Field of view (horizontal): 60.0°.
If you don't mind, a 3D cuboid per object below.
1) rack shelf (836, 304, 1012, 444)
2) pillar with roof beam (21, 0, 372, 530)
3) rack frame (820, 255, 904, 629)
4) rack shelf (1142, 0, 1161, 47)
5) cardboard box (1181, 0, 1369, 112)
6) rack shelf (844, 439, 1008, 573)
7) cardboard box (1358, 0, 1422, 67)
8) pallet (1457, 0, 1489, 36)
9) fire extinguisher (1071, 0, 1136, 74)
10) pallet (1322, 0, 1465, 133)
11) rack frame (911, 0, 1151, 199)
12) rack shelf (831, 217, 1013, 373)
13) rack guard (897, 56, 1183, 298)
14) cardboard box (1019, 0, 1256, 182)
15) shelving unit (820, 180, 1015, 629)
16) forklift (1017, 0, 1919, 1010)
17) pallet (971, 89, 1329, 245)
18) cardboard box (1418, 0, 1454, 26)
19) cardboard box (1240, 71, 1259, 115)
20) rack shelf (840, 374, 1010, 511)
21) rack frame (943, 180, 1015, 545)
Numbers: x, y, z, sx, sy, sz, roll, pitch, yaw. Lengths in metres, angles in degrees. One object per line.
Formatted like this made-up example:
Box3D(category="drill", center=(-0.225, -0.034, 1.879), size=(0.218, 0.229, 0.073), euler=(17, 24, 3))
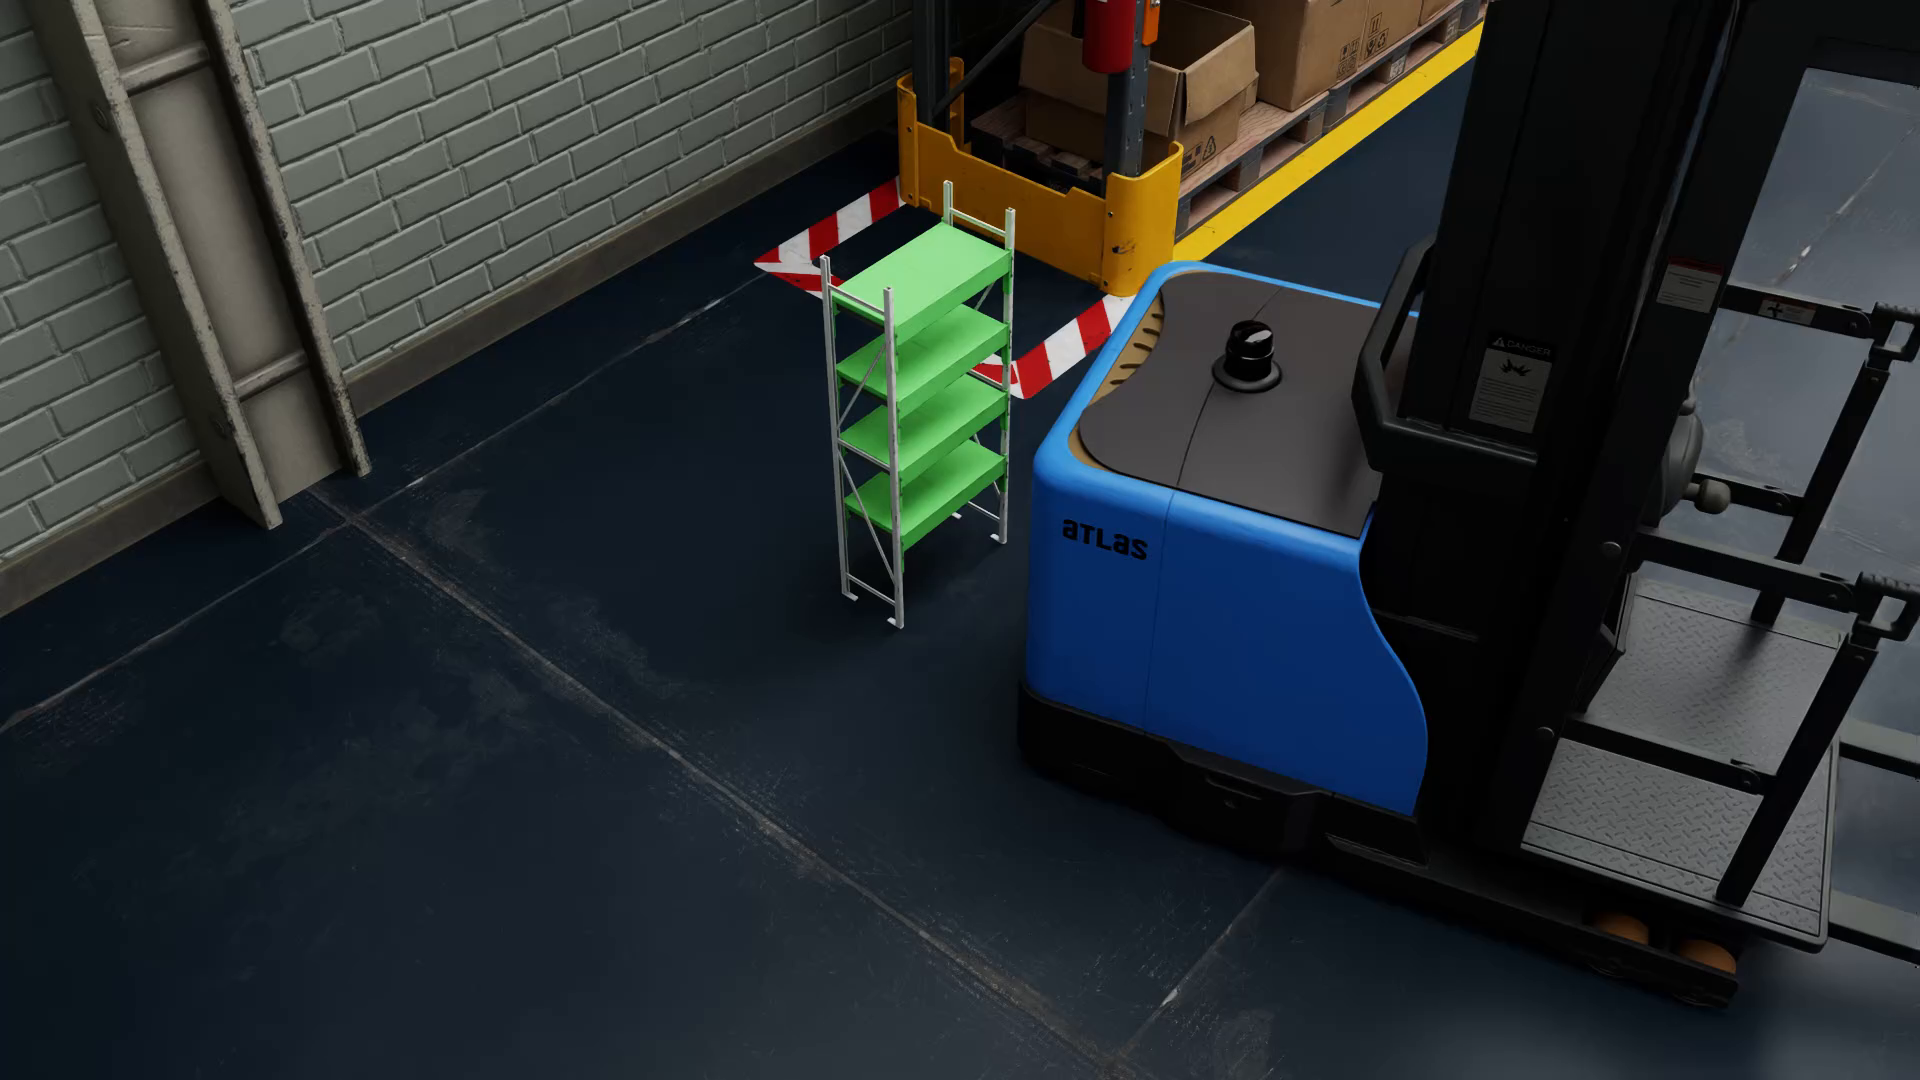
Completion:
Box3D(category="rack shelf", center=(-0.107, -0.489, 4.634), size=(0.258, 0.148, 0.480), euler=(29, 50, 28))
Box3D(category="pillar with roof beam", center=(1.107, -1.663, 0.390), size=(9.100, 9.000, 0.400), euler=(29, 50, 28))
Box3D(category="rack frame", center=(-0.264, -0.233, 4.614), size=(0.240, 1.200, 0.015), euler=(29, 50, 28))
Box3D(category="rack shelf", center=(1.525, -3.069, 6.931), size=(1.077, 0.370, 4.000), euler=(29, 50, 28))
Box3D(category="cardboard box", center=(1.283, -2.234, 7.023), size=(0.700, 0.500, 0.500), euler=(32, 51, 30))
Box3D(category="rack shelf", center=(-0.107, -0.134, 4.957), size=(0.258, 0.148, 0.480), euler=(29, 50, 28))
Box3D(category="cardboard box", center=(1.700, -2.462, 7.274), size=(0.500, 0.500, 0.500), euler=(30, 50, 29))
Box3D(category="pallet", center=(2.369, -2.980, 8.371), size=(1.003, 0.211, 1.213), euler=(29, 50, 28))
Box3D(category="fire extinguisher", center=(0.496, -1.863, 5.404), size=(0.296, 0.674, 0.183), euler=(29, 50, 28))
Box3D(category="pallet", center=(1.584, -2.349, 7.677), size=(1.003, 0.211, 1.213), euler=(29, 50, 28))
Box3D(category="rack frame", center=(0.237, -2.306, 5.556), size=(1.000, 3.000, 0.127), euler=(29, 50, 28))
Box3D(category="rack shelf", center=(-0.106, -0.667, 4.473), size=(0.258, 0.148, 0.480), euler=(29, 50, 28))
Box3D(category="rack guard", center=(0.286, -1.420, 6.440), size=(1.175, 0.500, 0.348), euler=(29, 50, 28))
Box3D(category="cardboard box", center=(0.704, -1.811, 6.556), size=(0.797, 0.503, 0.637), euler=(28, 49, 27))
Box3D(category="shelving unit", center=(-0.107, -0.359, 4.753), size=(0.258, 1.200, 0.503), euler=(29, 50, 28))
Box3D(category="forklift", center=(1.720, -0.372, 3.481), size=(3.031, 2.935, 1.130), euler=(16, 45, 17))
Box3D(category="pallet", center=(0.799, -1.724, 6.989), size=(1.003, 0.211, 1.213), euler=(29, 50, 28))
Box3D(category="cardboard box", center=(1.952, -2.768, 7.611), size=(0.700, 0.500, 0.500), euler=(28, 49, 27))
Box3D(category="cardboard box", center=(1.007, -1.882, 6.897), size=(0.380, 0.149, 0.250), euler=(28, 49, 27))
Box3D(category="rack shelf", center=(-0.107, -0.311, 4.796), size=(0.258, 0.148, 0.480), euler=(29, 50, 28))
Box3D(category="rack frame", center=(0.051, -0.484, 4.891), size=(0.240, 1.200, 0.015), euler=(29, 50, 28))
